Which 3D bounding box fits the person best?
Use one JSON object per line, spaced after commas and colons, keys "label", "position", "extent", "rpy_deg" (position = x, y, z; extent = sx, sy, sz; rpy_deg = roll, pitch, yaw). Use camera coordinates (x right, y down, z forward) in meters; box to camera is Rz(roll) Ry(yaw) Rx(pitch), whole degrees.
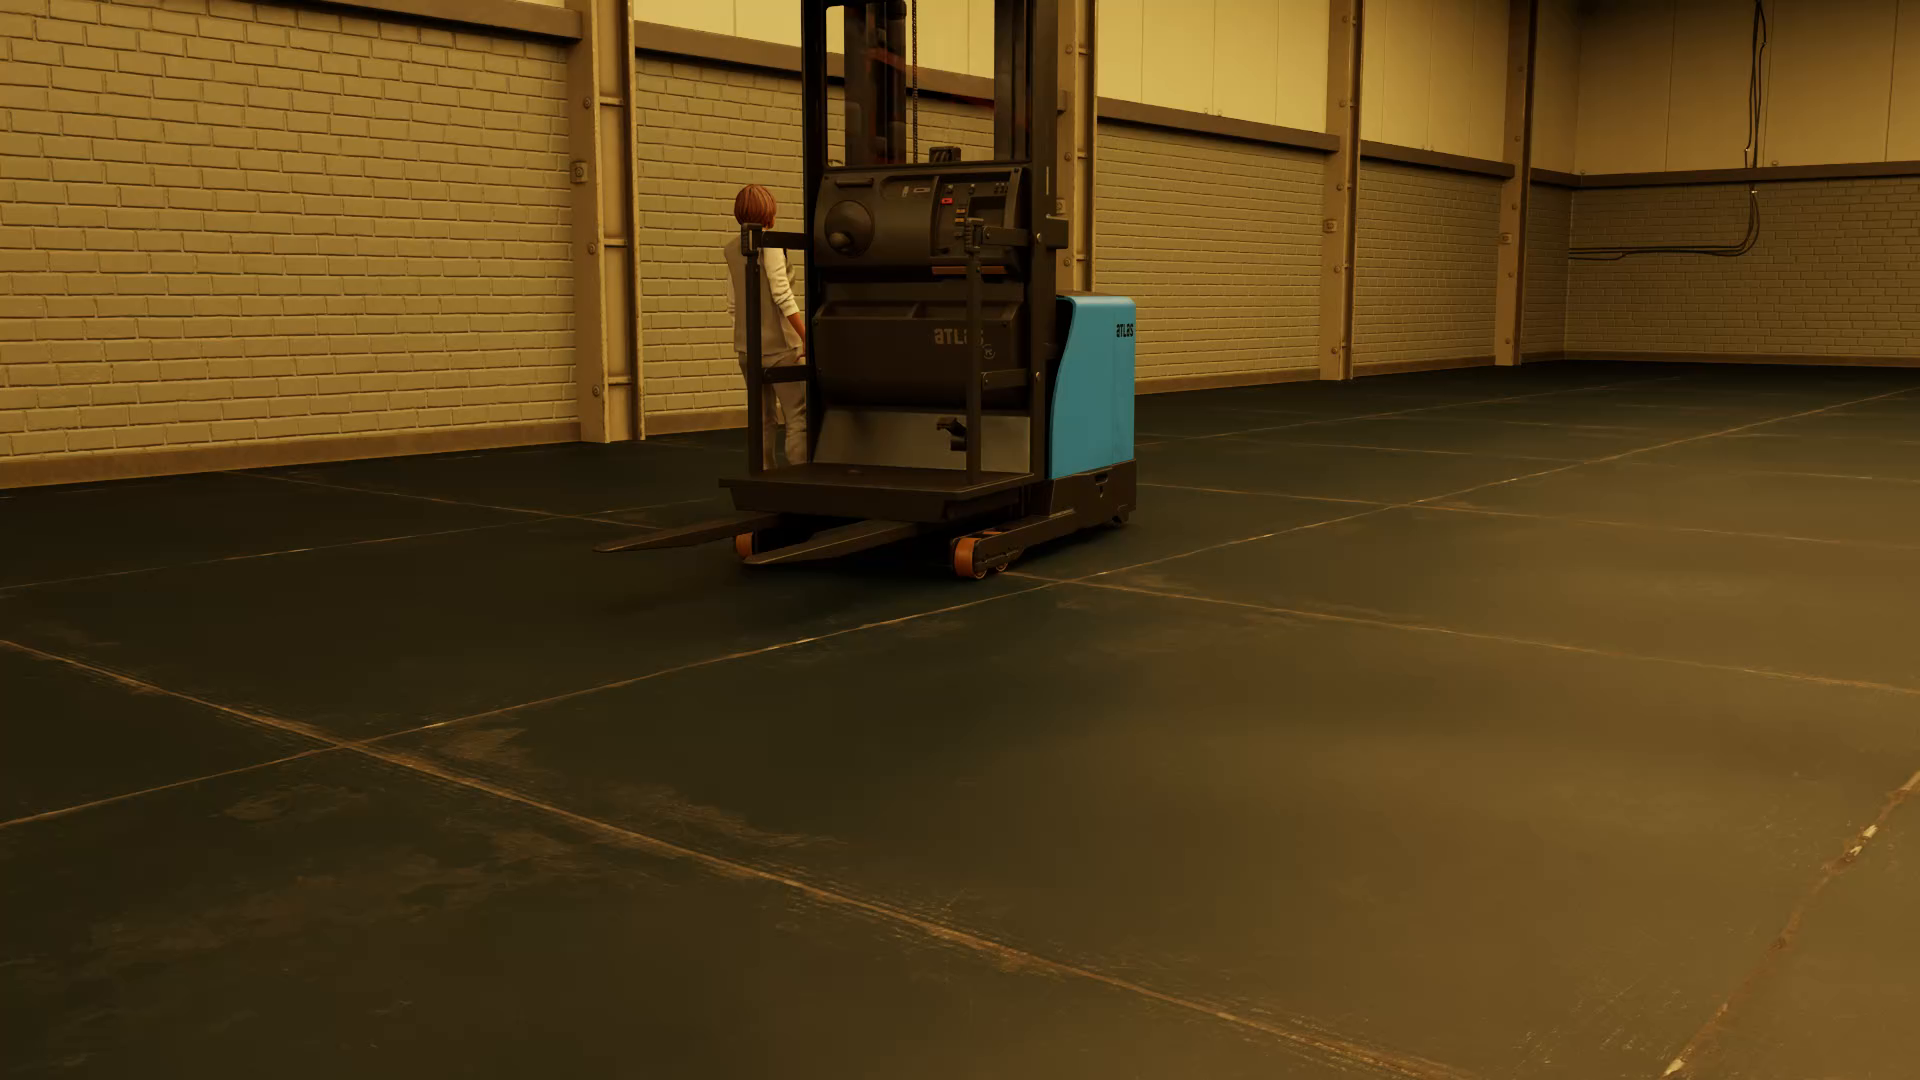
{"label": "person", "position": [-0.864, -0.916, 8.100], "extent": [0.520, 1.600, 0.473], "rpy_deg": [8, 12, 44]}

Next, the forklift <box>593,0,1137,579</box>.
{"label": "forklift", "position": [-0.273, -1.371, 6.652], "extent": [1.130, 2.935, 3.031], "rpy_deg": [4, 9, 26]}
